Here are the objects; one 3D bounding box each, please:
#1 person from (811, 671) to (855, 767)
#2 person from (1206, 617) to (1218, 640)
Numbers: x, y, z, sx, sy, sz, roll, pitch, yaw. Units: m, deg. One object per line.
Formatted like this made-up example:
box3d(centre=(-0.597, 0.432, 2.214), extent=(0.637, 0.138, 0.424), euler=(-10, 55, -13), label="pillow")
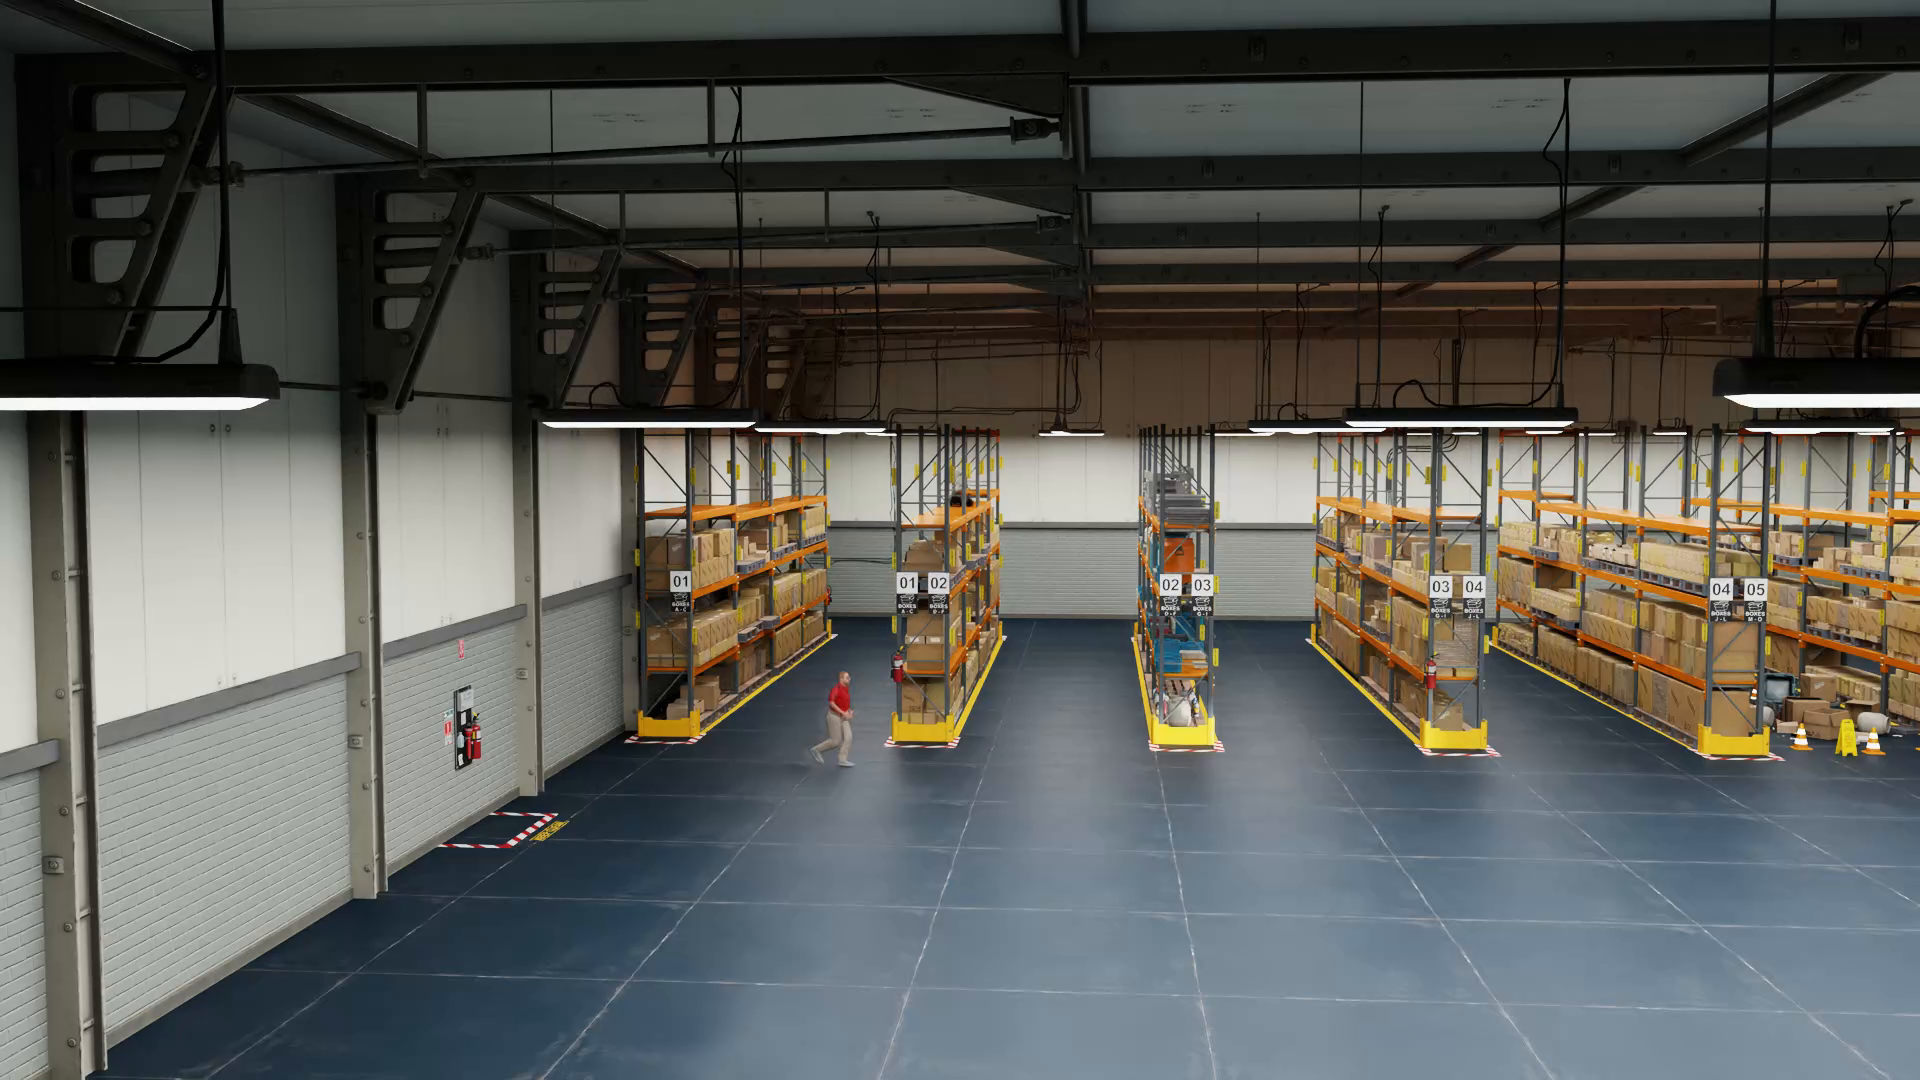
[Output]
box3d(centre=(-2.213, 3.129, 29.055), extent=(0.793, 1.669, 0.663), euler=(1, 4, 19), label="person")
box3d(centre=(6.902, 2.021, 47.621), extent=(0.645, 1.676, 0.805), euler=(-3, 4, -38), label="person")
